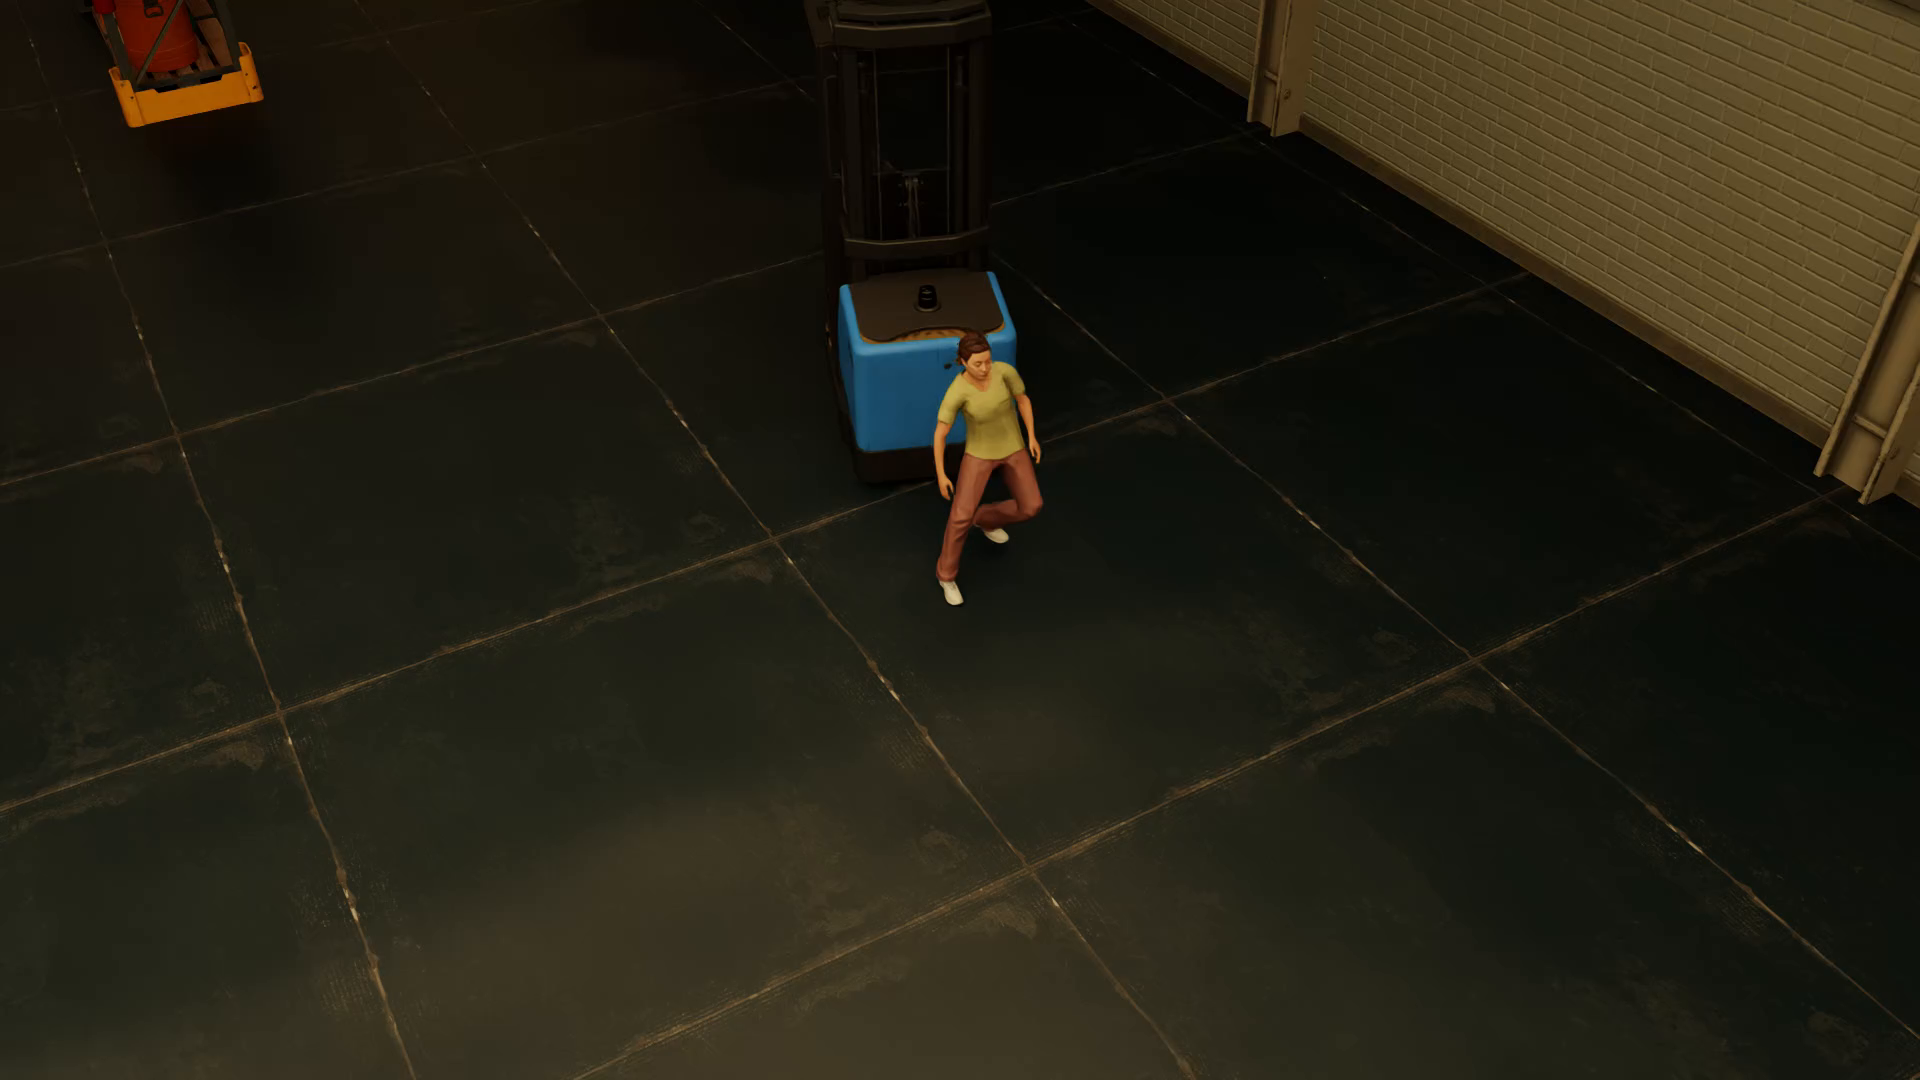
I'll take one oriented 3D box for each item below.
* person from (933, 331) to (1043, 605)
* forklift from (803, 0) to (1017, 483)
[{"bbox_3d":[0.146,-0.448,9.645,0.671,1.565,0.671,-12,41,-14],"label":"person"},{"bbox_3d":[-0.393,-2.438,10.976,1.130,2.935,3.031,-6,40,-8],"label":"forklift"}]
